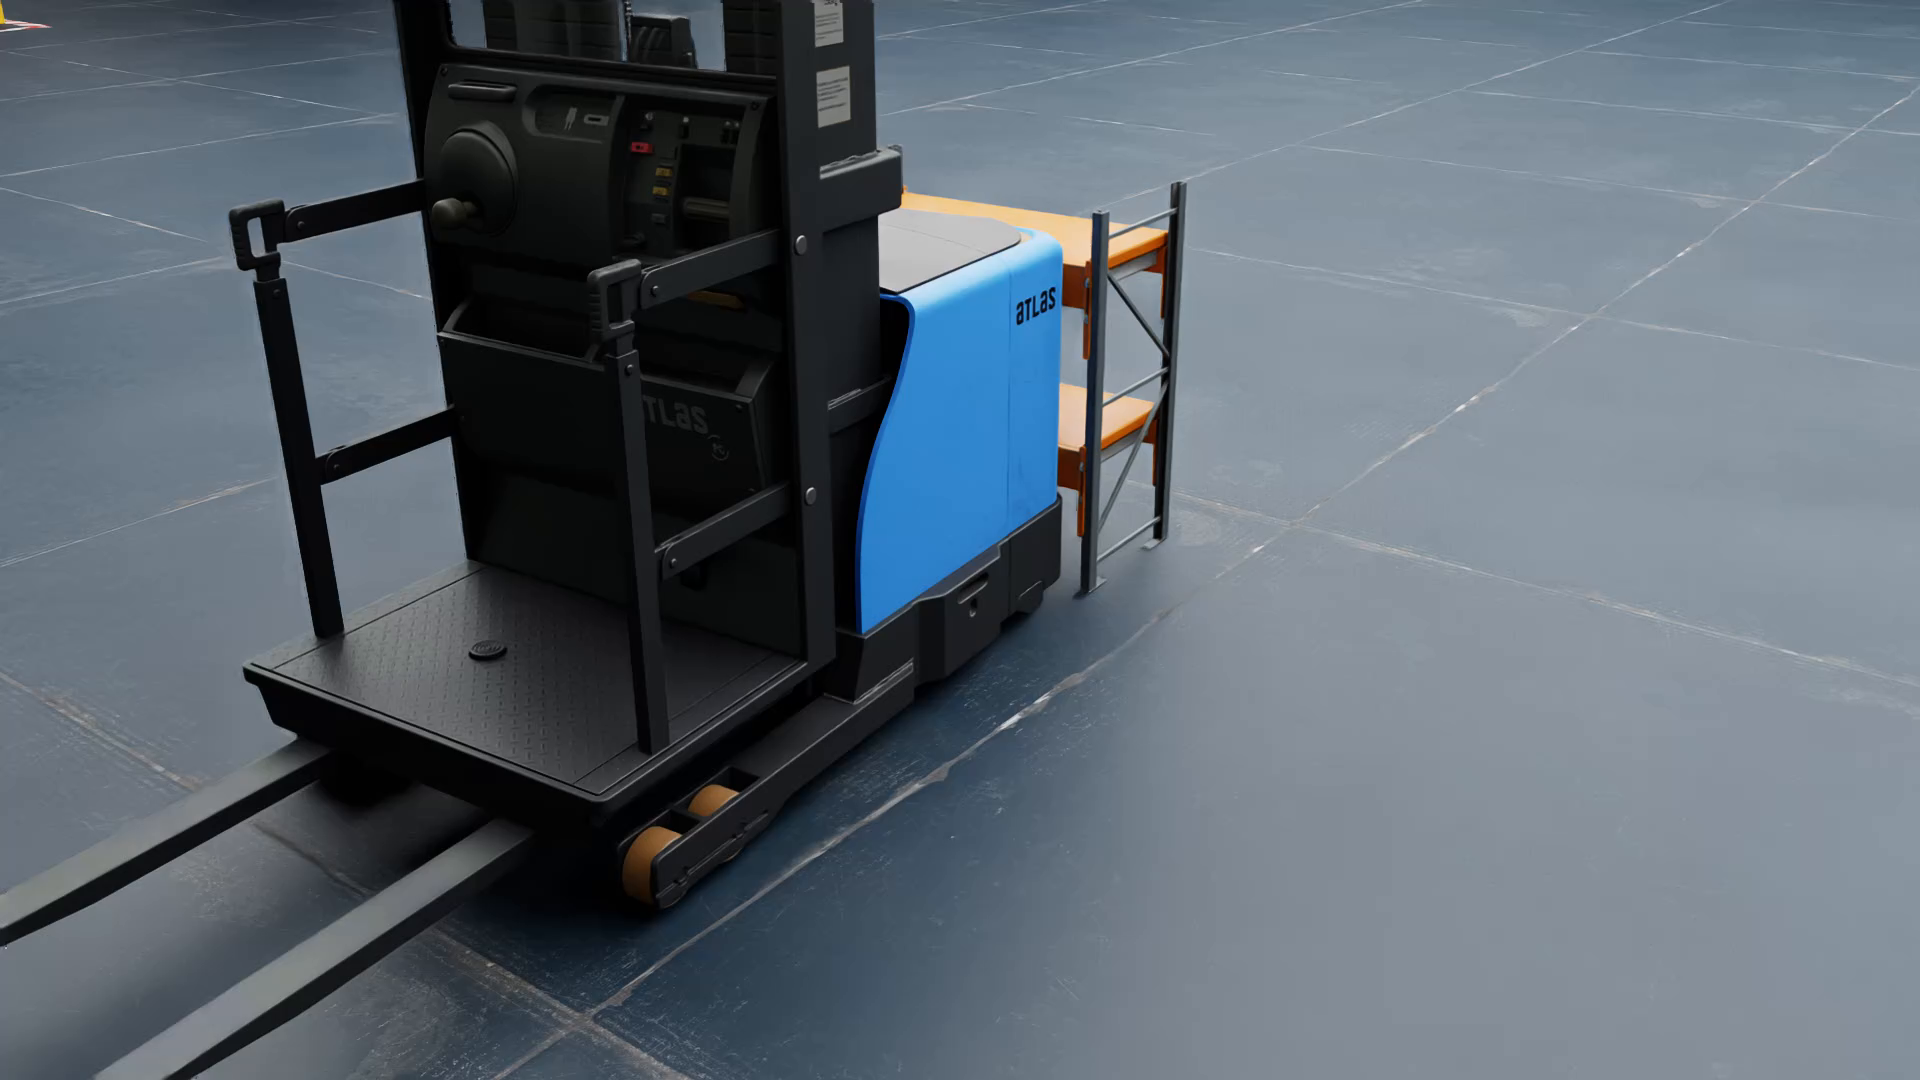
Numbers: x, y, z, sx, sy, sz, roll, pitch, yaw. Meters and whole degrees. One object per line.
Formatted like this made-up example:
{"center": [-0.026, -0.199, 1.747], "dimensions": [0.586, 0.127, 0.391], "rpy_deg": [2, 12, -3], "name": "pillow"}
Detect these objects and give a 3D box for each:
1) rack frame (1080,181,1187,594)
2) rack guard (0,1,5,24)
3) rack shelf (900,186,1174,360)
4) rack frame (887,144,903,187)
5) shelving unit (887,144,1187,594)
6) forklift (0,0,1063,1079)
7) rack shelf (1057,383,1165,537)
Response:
{"center": [0.506, -0.442, 4.858], "dimensions": [0.032, 1.125, 0.500], "rpy_deg": [15, 28, 31], "name": "rack frame"}
{"center": [-10.702, -5.626, 17.399], "dimensions": [0.348, 0.500, 1.175], "rpy_deg": [17, 29, 33], "name": "rack guard"}
{"center": [0.085, -0.825, 5.000], "dimensions": [1.000, 0.278, 0.538], "rpy_deg": [15, 28, 31], "name": "rack shelf"}
{"center": [-0.336, -0.671, 5.379], "dimensions": [0.032, 1.125, 0.500], "rpy_deg": [15, 28, 31], "name": "rack frame"}
{"center": [0.085, -0.557, 5.118], "dimensions": [1.048, 1.125, 0.538], "rpy_deg": [15, 28, 31], "name": "shelving unit"}
{"center": [-0.907, -0.783, 3.391], "dimensions": [1.130, 2.935, 3.031], "rpy_deg": [14, 27, 29], "name": "forklift"}
{"center": [0.085, -0.333, 5.217], "dimensions": [1.000, 0.278, 0.538], "rpy_deg": [15, 28, 31], "name": "rack shelf"}
